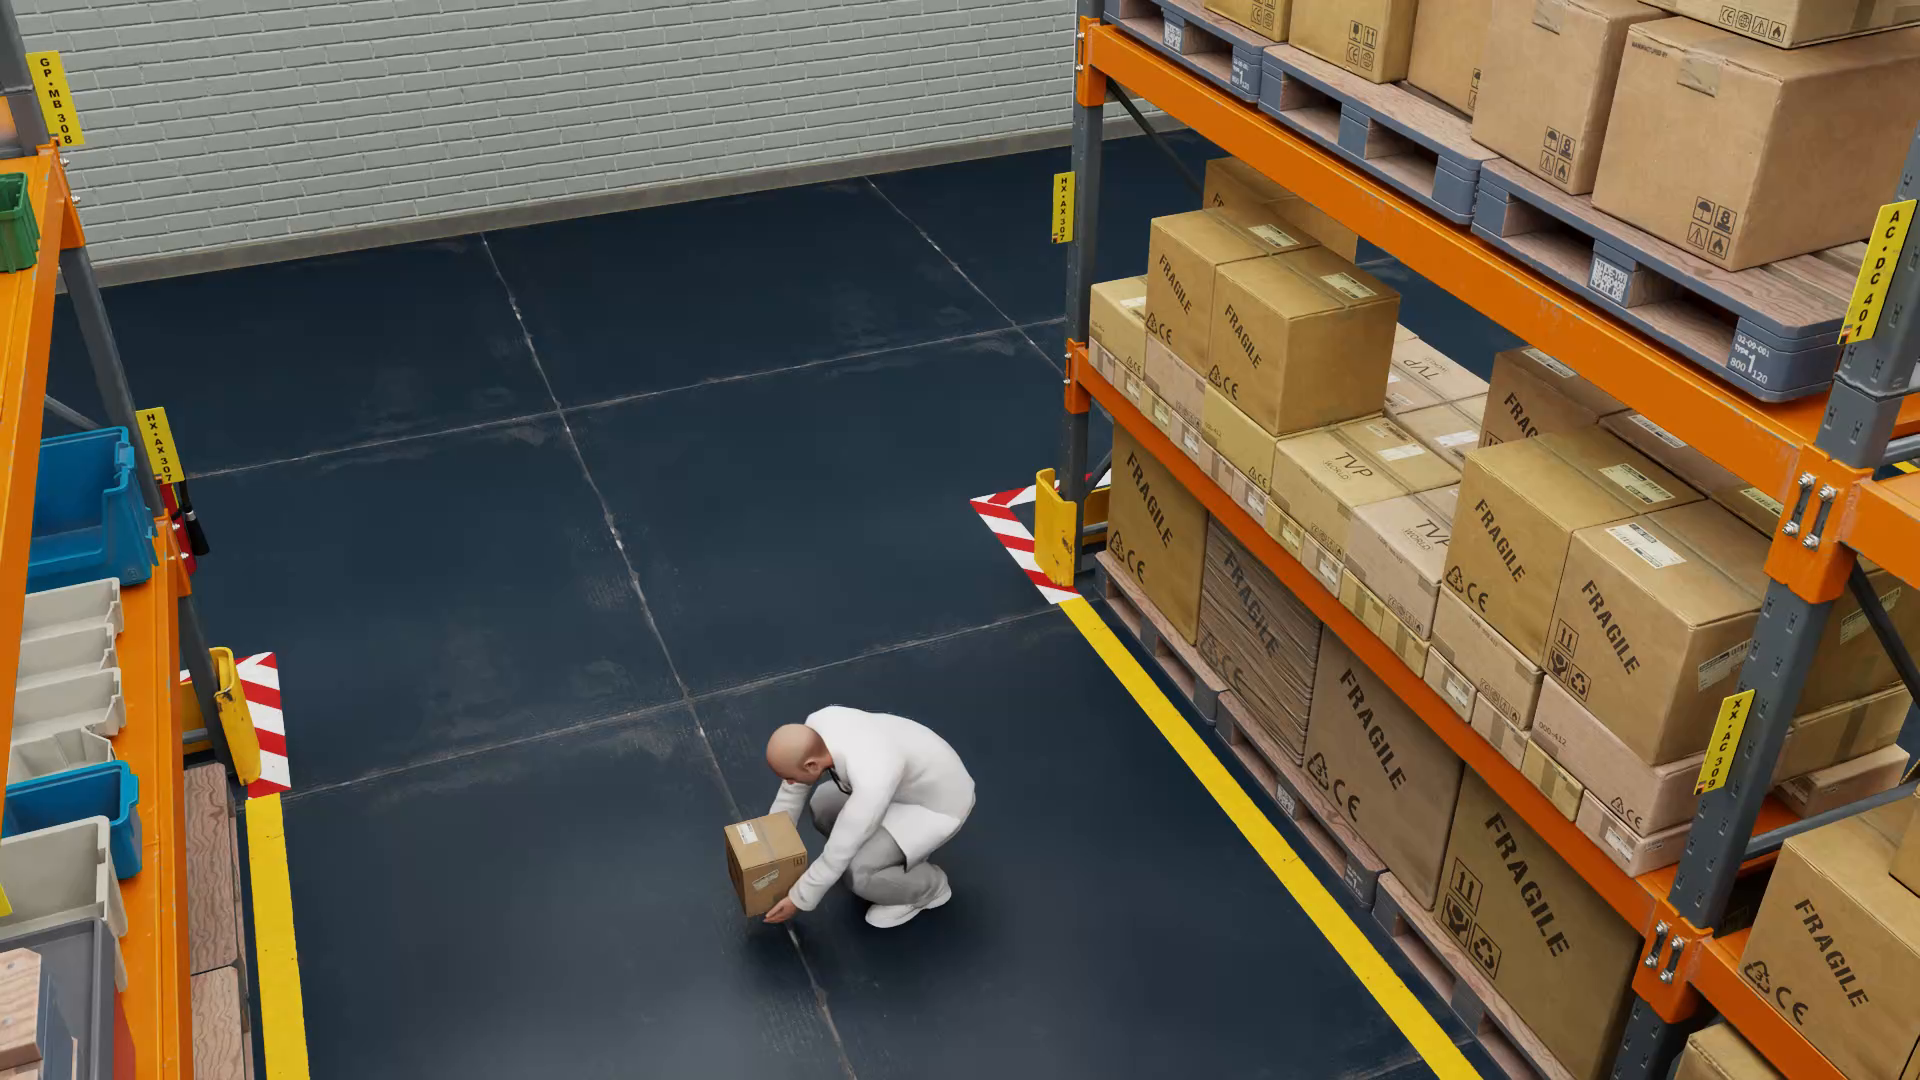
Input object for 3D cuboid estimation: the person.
[{"bbox_3d":[-0.376,1.017,6.319,0.917,0.985,0.611,-13,35,-19],"label":"person"}]
